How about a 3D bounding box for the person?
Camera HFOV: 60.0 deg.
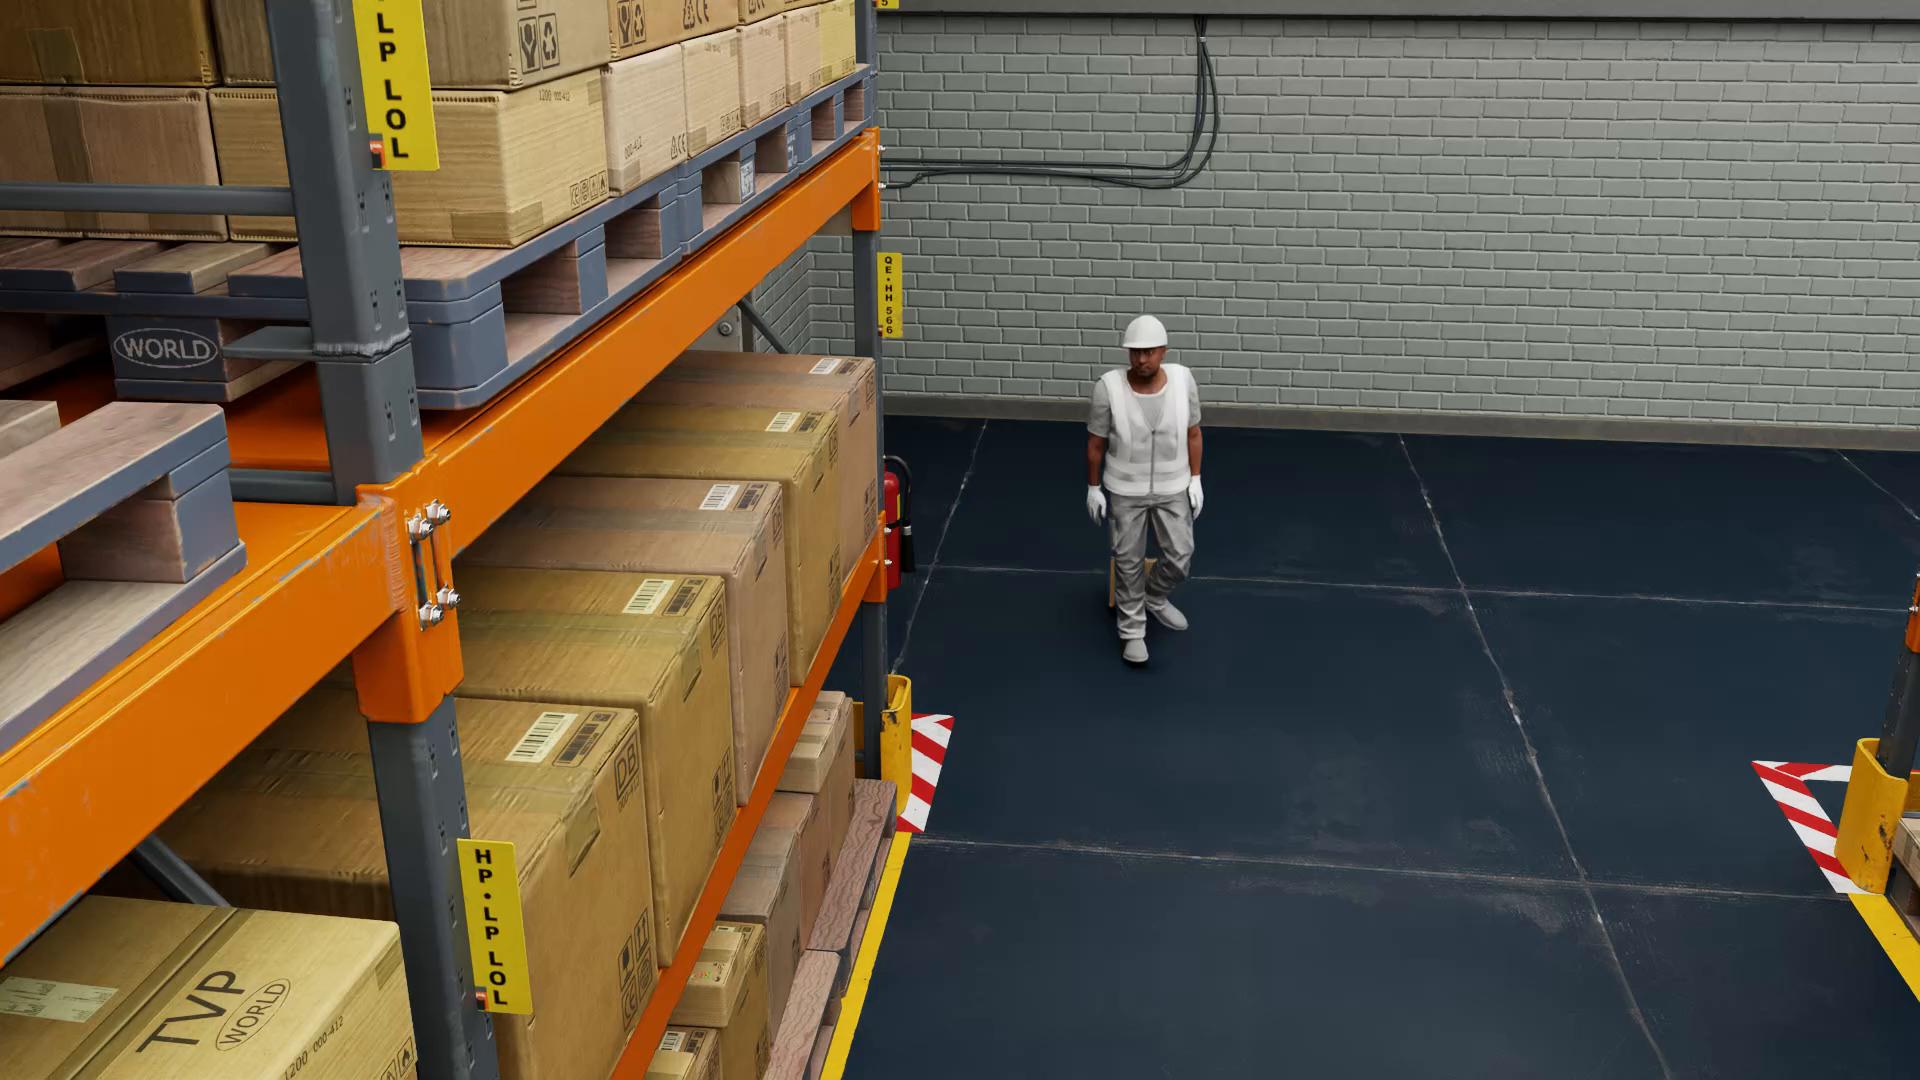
[{"bbox_3d":[0.906,-0.263,8.215,0.586,1.780,0.555,-1,21,-3],"label":"person"}]
